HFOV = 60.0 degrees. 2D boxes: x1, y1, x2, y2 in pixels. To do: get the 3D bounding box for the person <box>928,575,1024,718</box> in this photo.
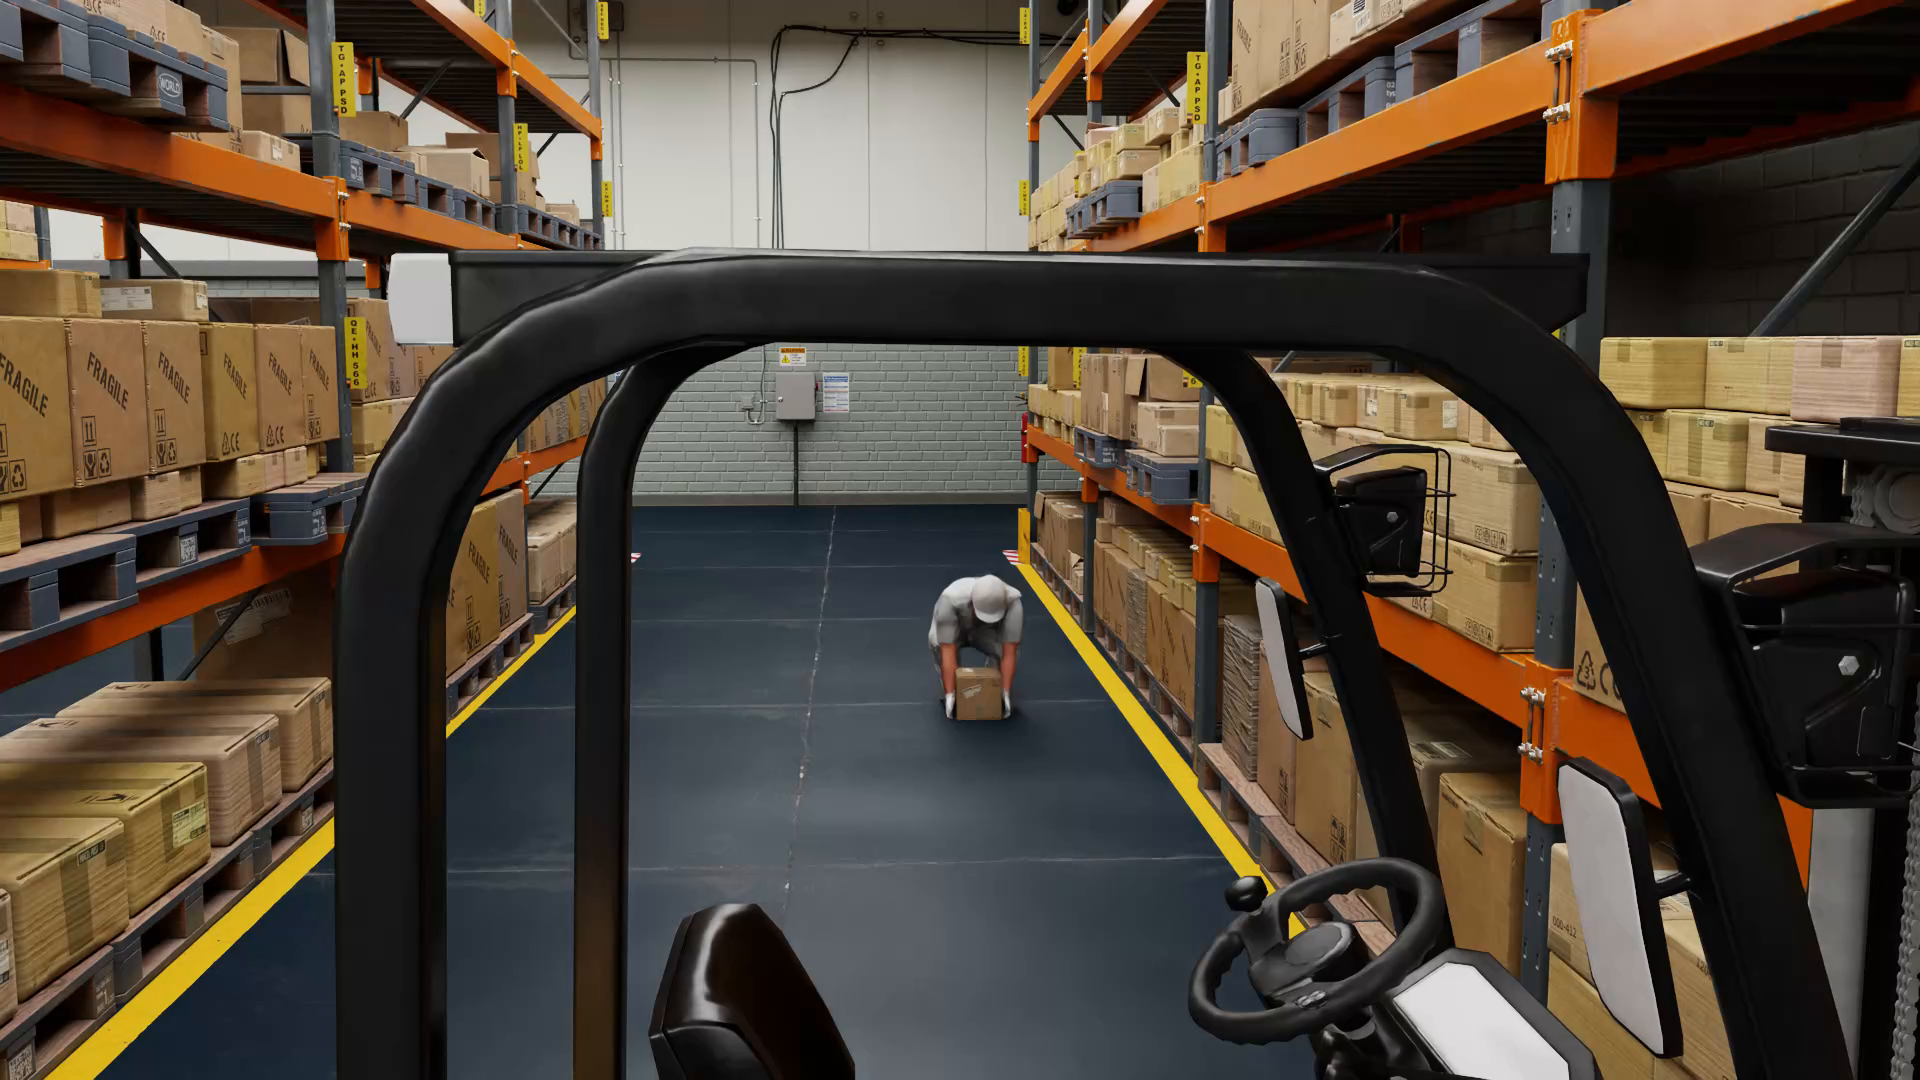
[{"bbox_3d":[0.088,0.590,9.624,0.545,0.876,0.893,-1,7,-5],"label":"person"}]
